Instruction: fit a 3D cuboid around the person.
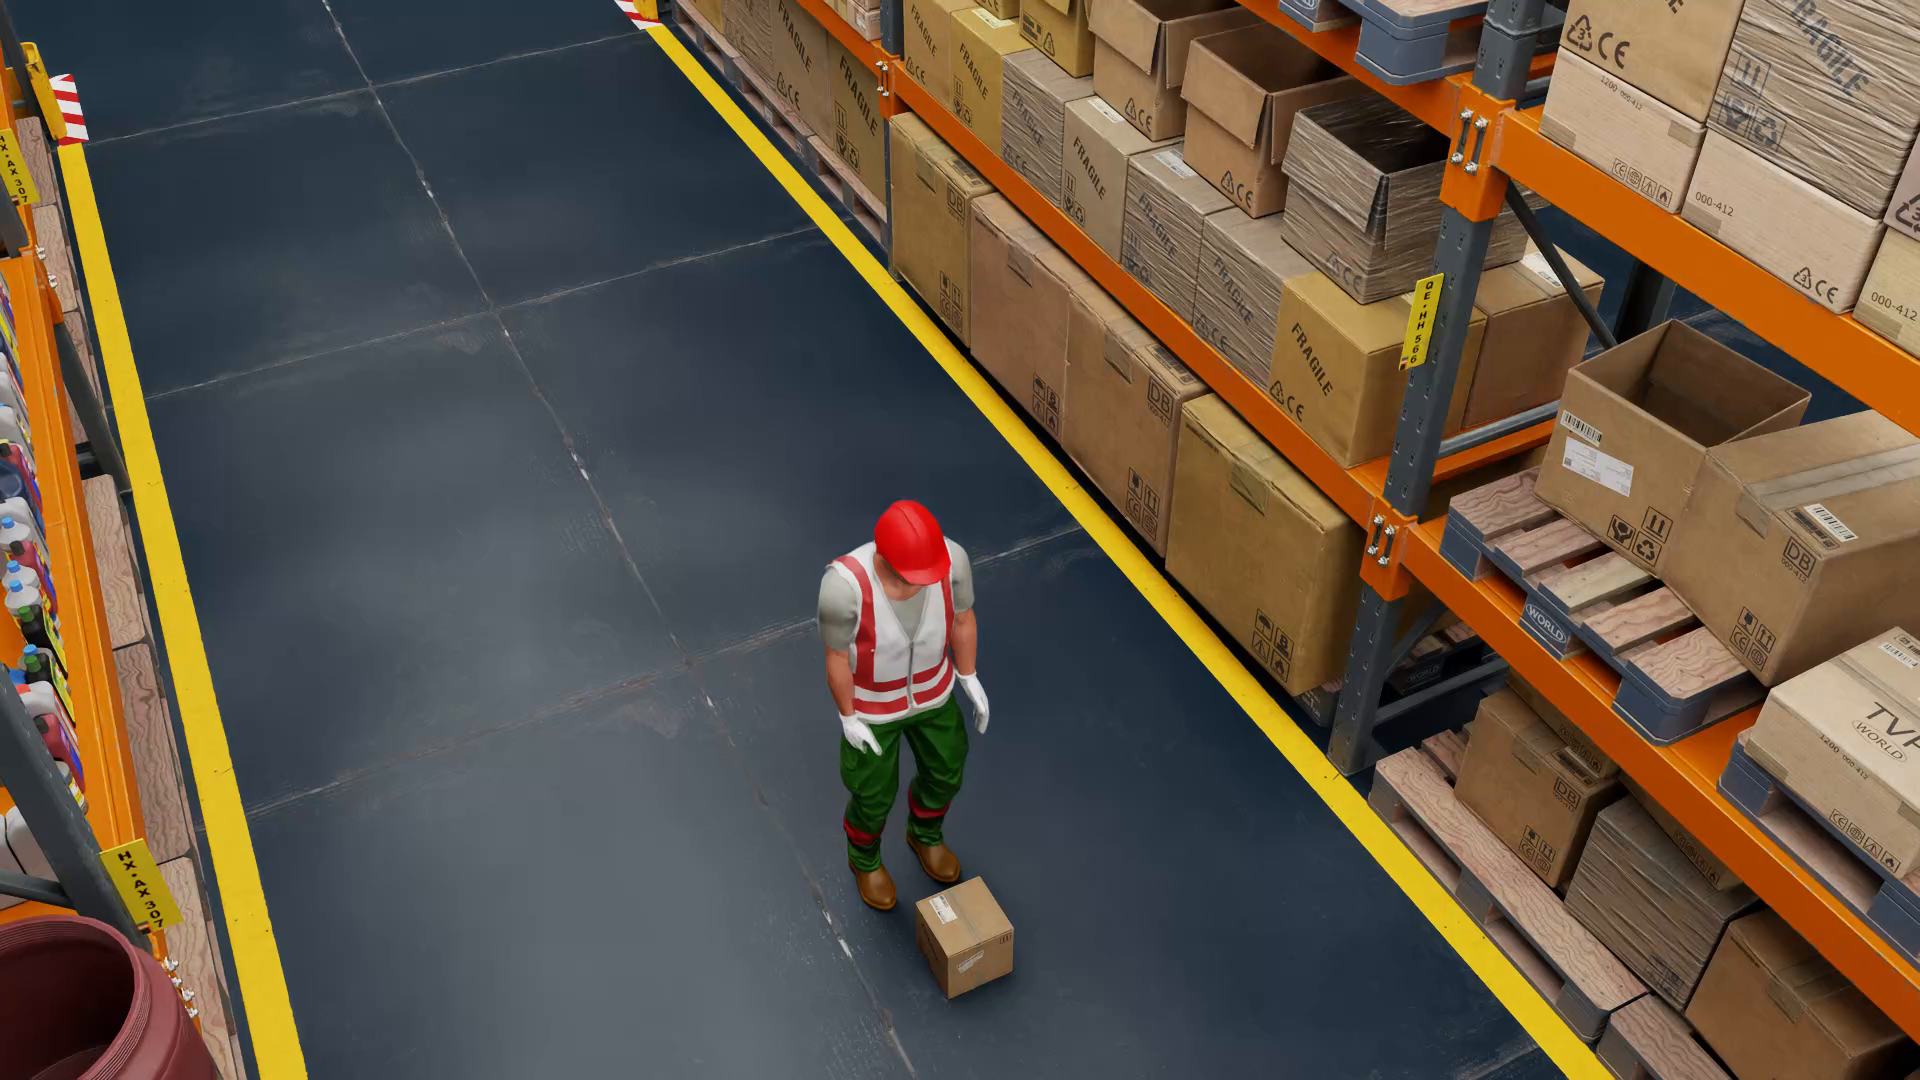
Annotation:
[{"bbox_3d":[-0.178,0.537,5.545,0.536,1.758,0.414,-18,44,-19],"label":"person"}]
